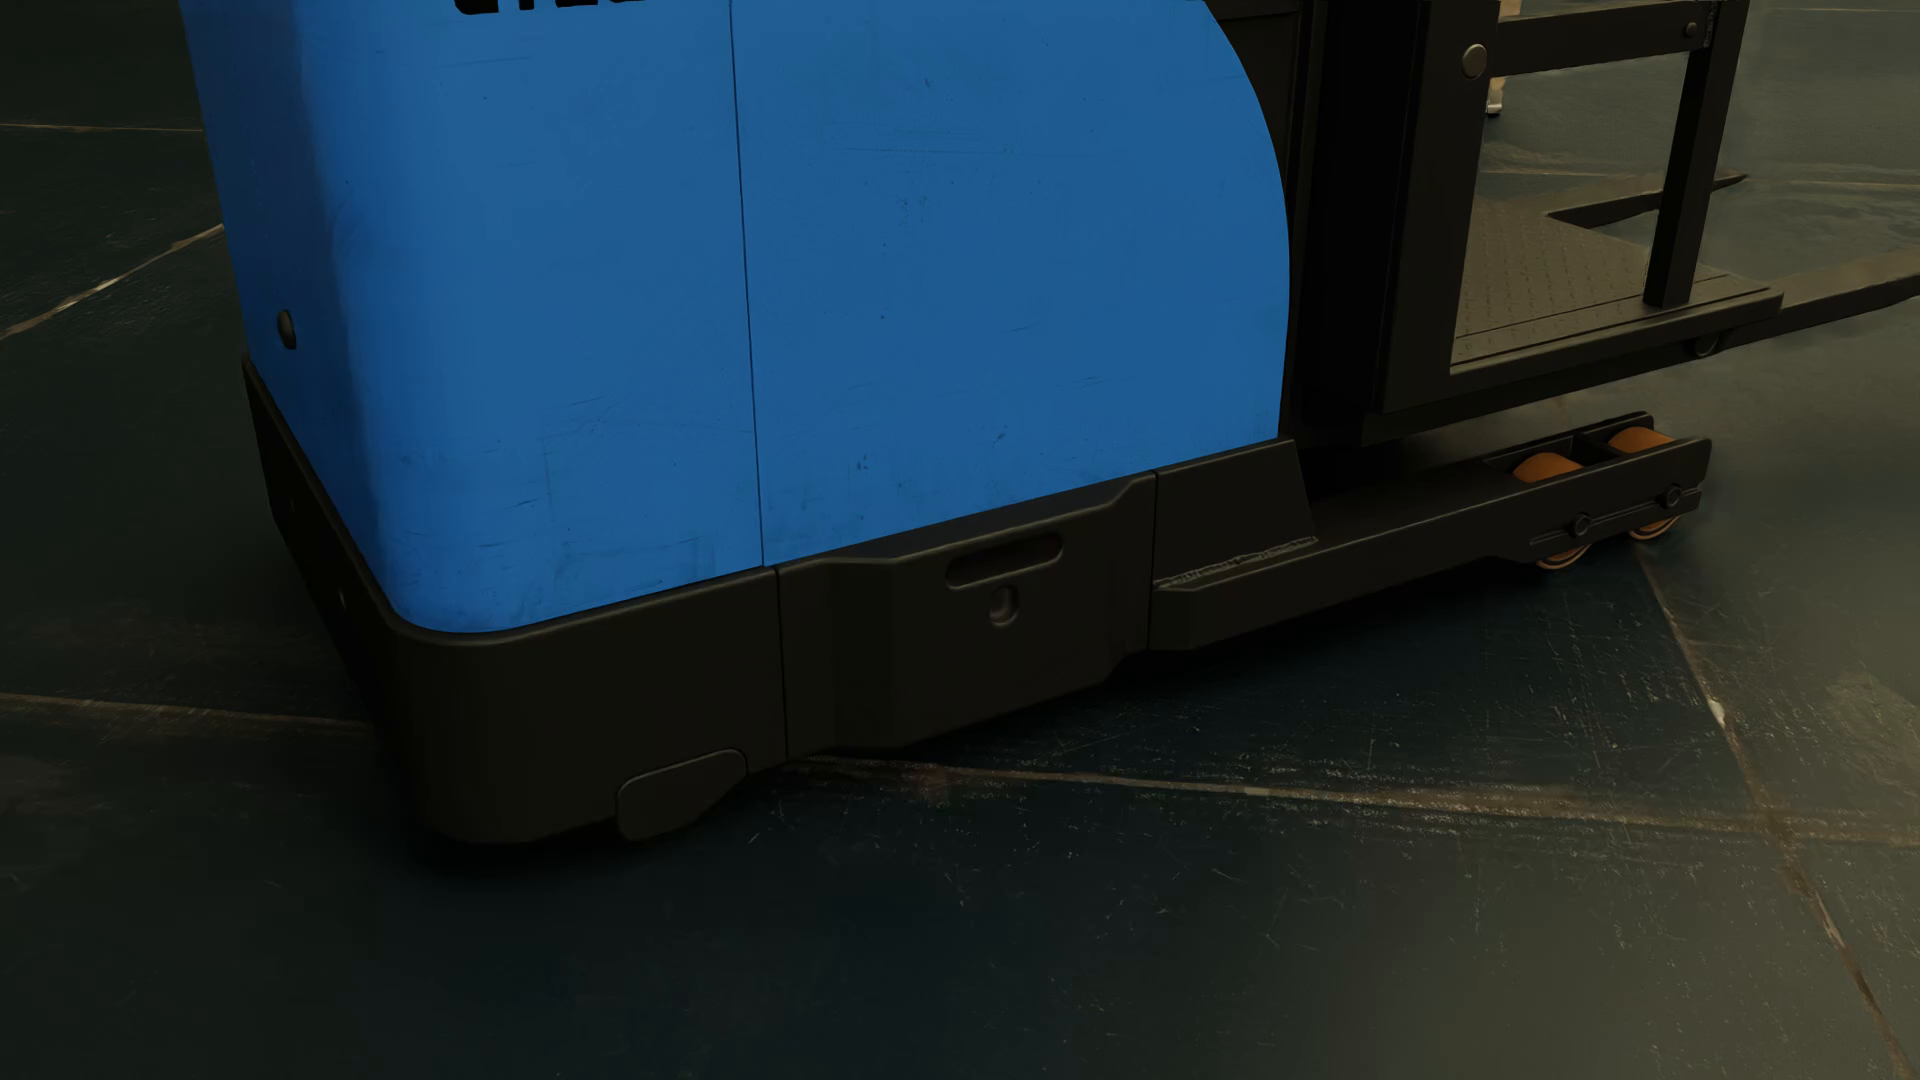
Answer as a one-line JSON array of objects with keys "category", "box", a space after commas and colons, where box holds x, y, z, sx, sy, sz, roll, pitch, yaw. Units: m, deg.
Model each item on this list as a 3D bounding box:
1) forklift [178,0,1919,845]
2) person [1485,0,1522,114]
[{"category": "forklift", "box": [0.528, -1.457, 2.138, 3.031, 2.935, 1.130, -15, 30, -27]}, {"category": "person", "box": [1.542, -2.152, 4.920, 0.666, 1.726, 0.467, 1, 27, 3]}]
